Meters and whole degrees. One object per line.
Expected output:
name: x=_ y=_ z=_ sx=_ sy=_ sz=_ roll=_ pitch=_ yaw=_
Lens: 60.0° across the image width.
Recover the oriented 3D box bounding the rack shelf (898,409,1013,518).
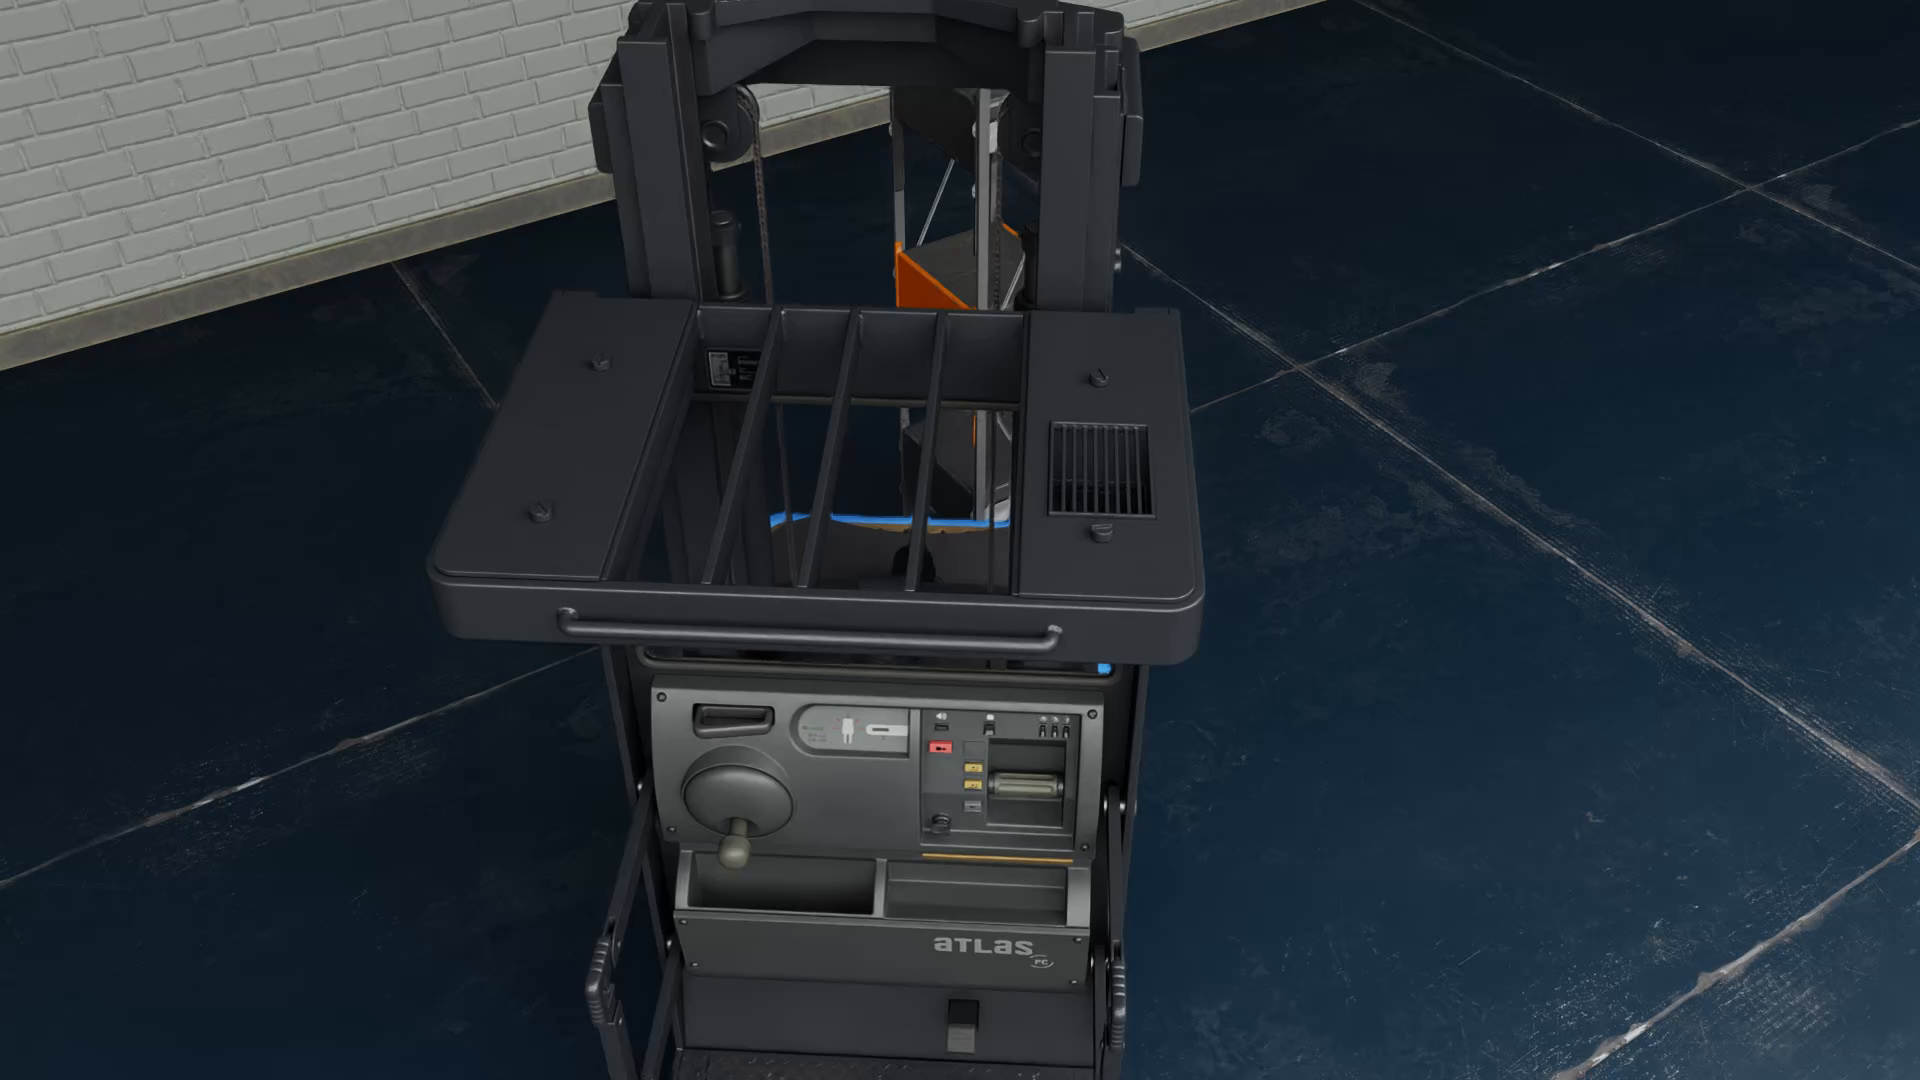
rack shelf: x=0.089 y=-0.169 z=5.927 sx=0.431 sy=0.518 sz=0.480 roll=-22 pitch=45 yaw=-24

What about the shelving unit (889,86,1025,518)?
shelving unit: x=0.089 y=-0.717 z=5.471 sx=0.431 sy=2.100 sz=0.503 roll=-22 pitch=45 yaw=-24

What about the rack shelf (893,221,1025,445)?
rack shelf: x=0.089 y=-0.707 z=5.479 sx=0.431 sy=0.518 sz=0.480 roll=-22 pitch=45 yaw=-24

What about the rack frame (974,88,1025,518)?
rack frame: x=0.220 y=-0.586 z=5.313 sx=0.400 sy=2.100 sz=0.015 roll=-22 pitch=45 yaw=-24

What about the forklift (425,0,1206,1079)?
forklift: x=-0.183 y=0.570 z=3.276 sx=1.130 sy=2.935 sz=3.031 roll=2 pitch=40 yaw=2

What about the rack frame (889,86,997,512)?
rack frame: x=-0.042 y=-0.849 z=5.629 sx=0.400 sy=2.100 sz=0.015 roll=-22 pitch=45 yaw=-24

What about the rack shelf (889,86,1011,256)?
rack shelf: x=0.089 y=-1.245 z=5.031 sx=0.431 sy=0.518 sz=0.480 roll=-22 pitch=45 yaw=-24
